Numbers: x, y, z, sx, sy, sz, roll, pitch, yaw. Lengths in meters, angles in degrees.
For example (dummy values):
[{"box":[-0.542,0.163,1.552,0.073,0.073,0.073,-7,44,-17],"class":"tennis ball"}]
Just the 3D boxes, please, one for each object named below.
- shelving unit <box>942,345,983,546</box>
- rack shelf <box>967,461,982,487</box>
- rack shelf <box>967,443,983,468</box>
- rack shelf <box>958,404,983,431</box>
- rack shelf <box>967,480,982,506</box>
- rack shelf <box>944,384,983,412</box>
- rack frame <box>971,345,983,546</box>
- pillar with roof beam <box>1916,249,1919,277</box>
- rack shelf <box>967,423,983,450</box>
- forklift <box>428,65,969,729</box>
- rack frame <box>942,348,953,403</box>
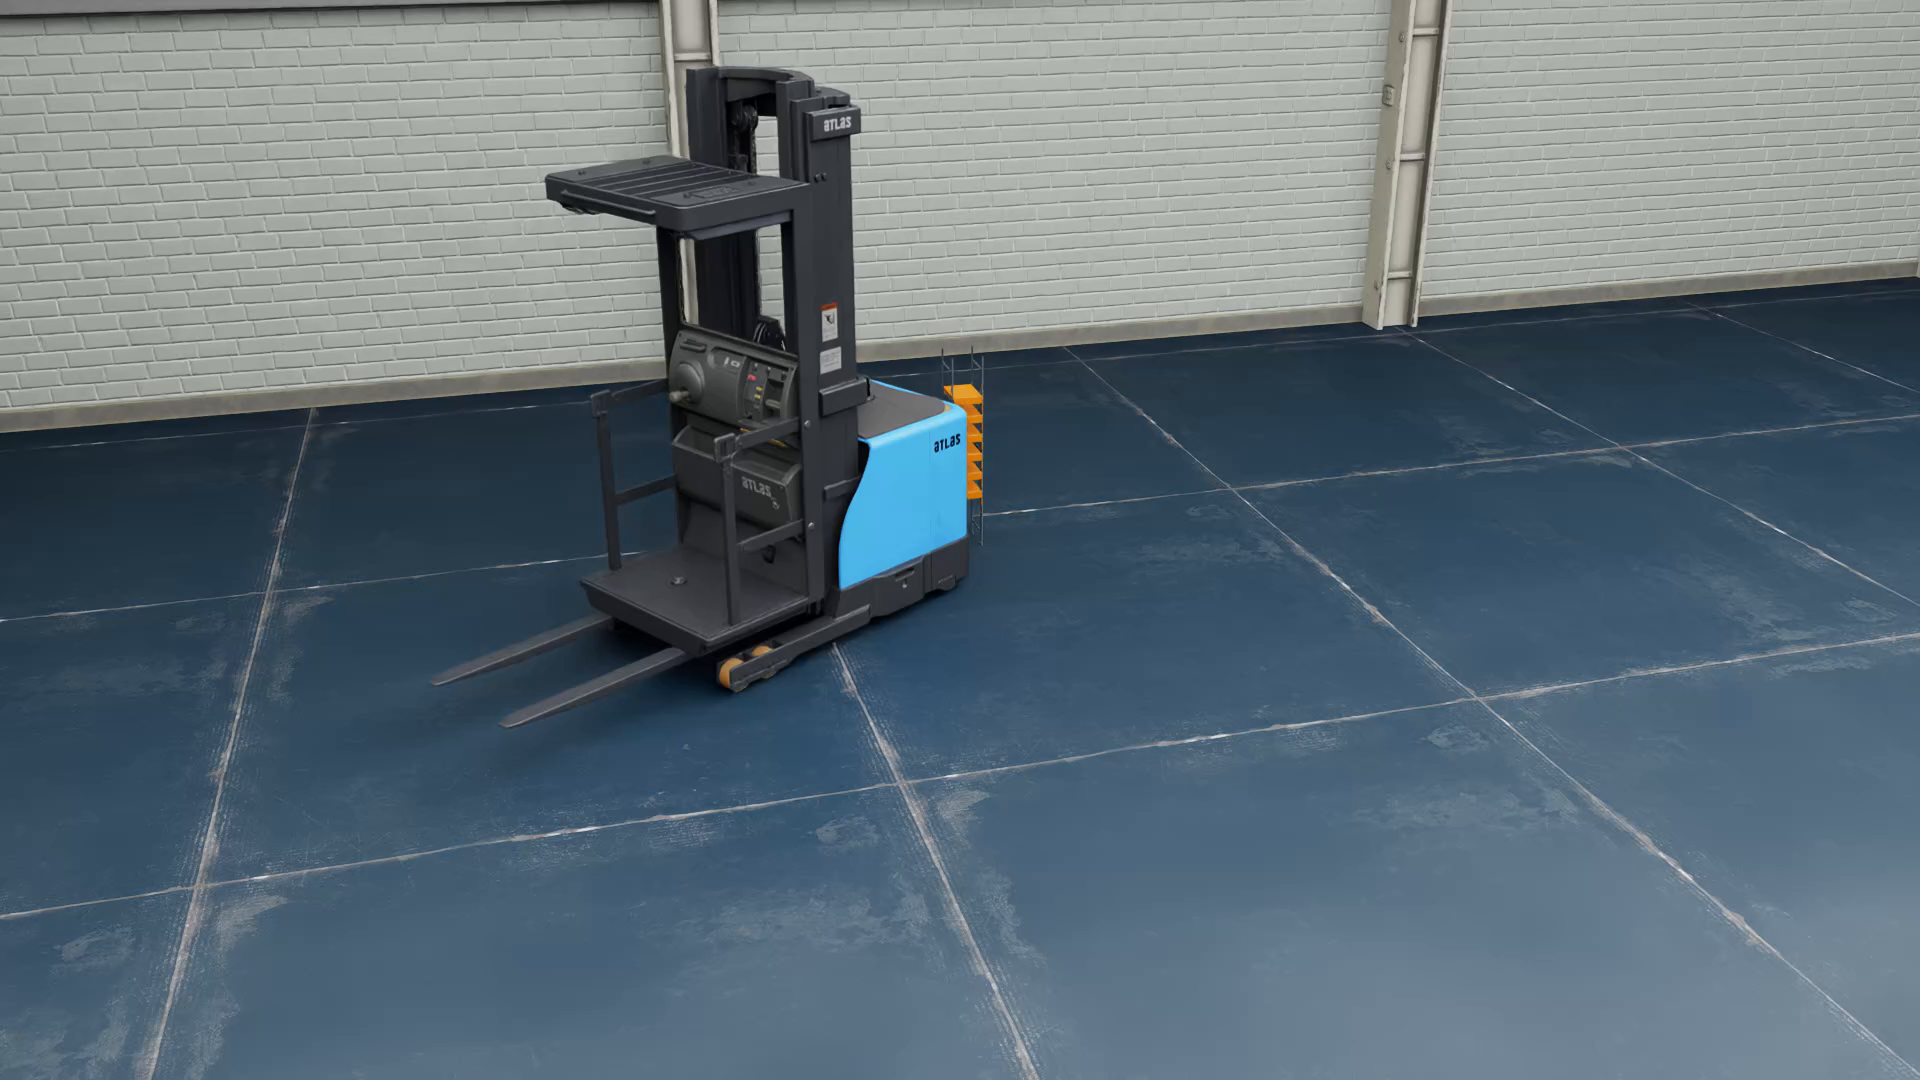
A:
[{"box":[0.014,-0.553,10.017,0.189,1.200,0.258,-6,24,-14],"class":"shelving unit"},{"box":[0.014,-0.402,10.082,0.180,0.103,0.258,-6,24,-14],"class":"rack shelf"},{"box":[0.014,-0.512,10.035,0.180,0.103,0.258,-6,24,-14],"class":"rack shelf"},{"box":[0.014,-0.733,9.940,0.180,0.103,0.258,-6,24,-14],"class":"rack shelf"},{"box":[0.014,-0.292,10.129,0.180,0.103,0.258,-6,24,-14],"class":"rack shelf"},{"box":[0.014,-0.843,9.893,0.180,0.103,0.258,-6,24,-14],"class":"rack shelf"},{"box":[0.102,-0.563,10.040,0.006,1.200,0.240,-6,24,-14],"class":"rack frame"},{"box":[10.733,-5.057,10.624,0.400,9.000,9.100,-6,24,-14],"class":"pillar with roof beam"},{"box":[0.014,-0.622,9.987,0.180,0.103,0.258,-6,24,-14],"class":"rack shelf"},{"box":[-1.315,-0.803,8.405,1.130,2.935,3.031,20,30,39],"class":"forklift"},{"box":[-0.074,-0.543,9.994,0.006,1.200,0.240,-6,24,-14],"class":"rack frame"}]
